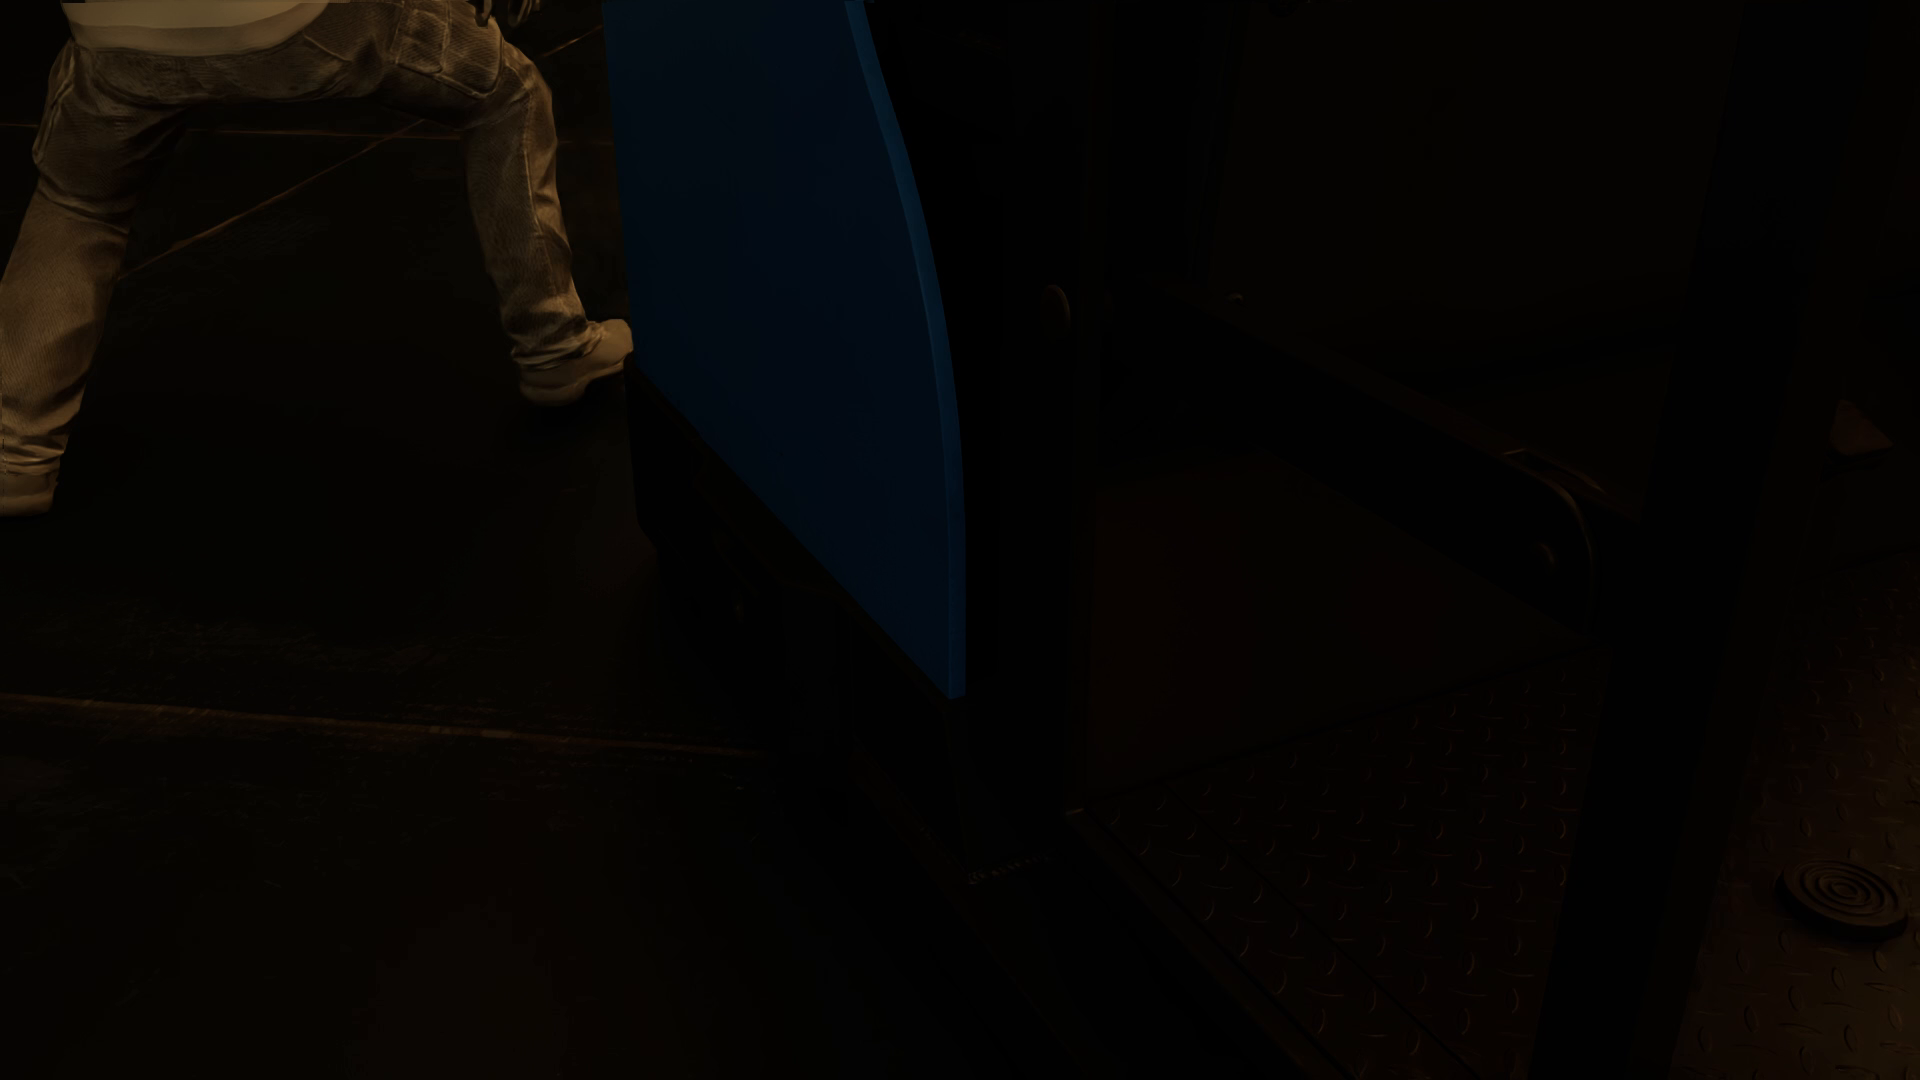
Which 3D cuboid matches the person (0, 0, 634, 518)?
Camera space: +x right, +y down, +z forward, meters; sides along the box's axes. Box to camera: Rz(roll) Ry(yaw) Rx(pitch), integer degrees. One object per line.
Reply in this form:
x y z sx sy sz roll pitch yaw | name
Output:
-1.159 -0.885 2.507 1.025 1.631 0.830 5 27 11 | person

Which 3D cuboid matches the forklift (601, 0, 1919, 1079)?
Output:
0.652 -0.810 0.840 1.130 2.935 3.031 -13 29 -24 | forklift
